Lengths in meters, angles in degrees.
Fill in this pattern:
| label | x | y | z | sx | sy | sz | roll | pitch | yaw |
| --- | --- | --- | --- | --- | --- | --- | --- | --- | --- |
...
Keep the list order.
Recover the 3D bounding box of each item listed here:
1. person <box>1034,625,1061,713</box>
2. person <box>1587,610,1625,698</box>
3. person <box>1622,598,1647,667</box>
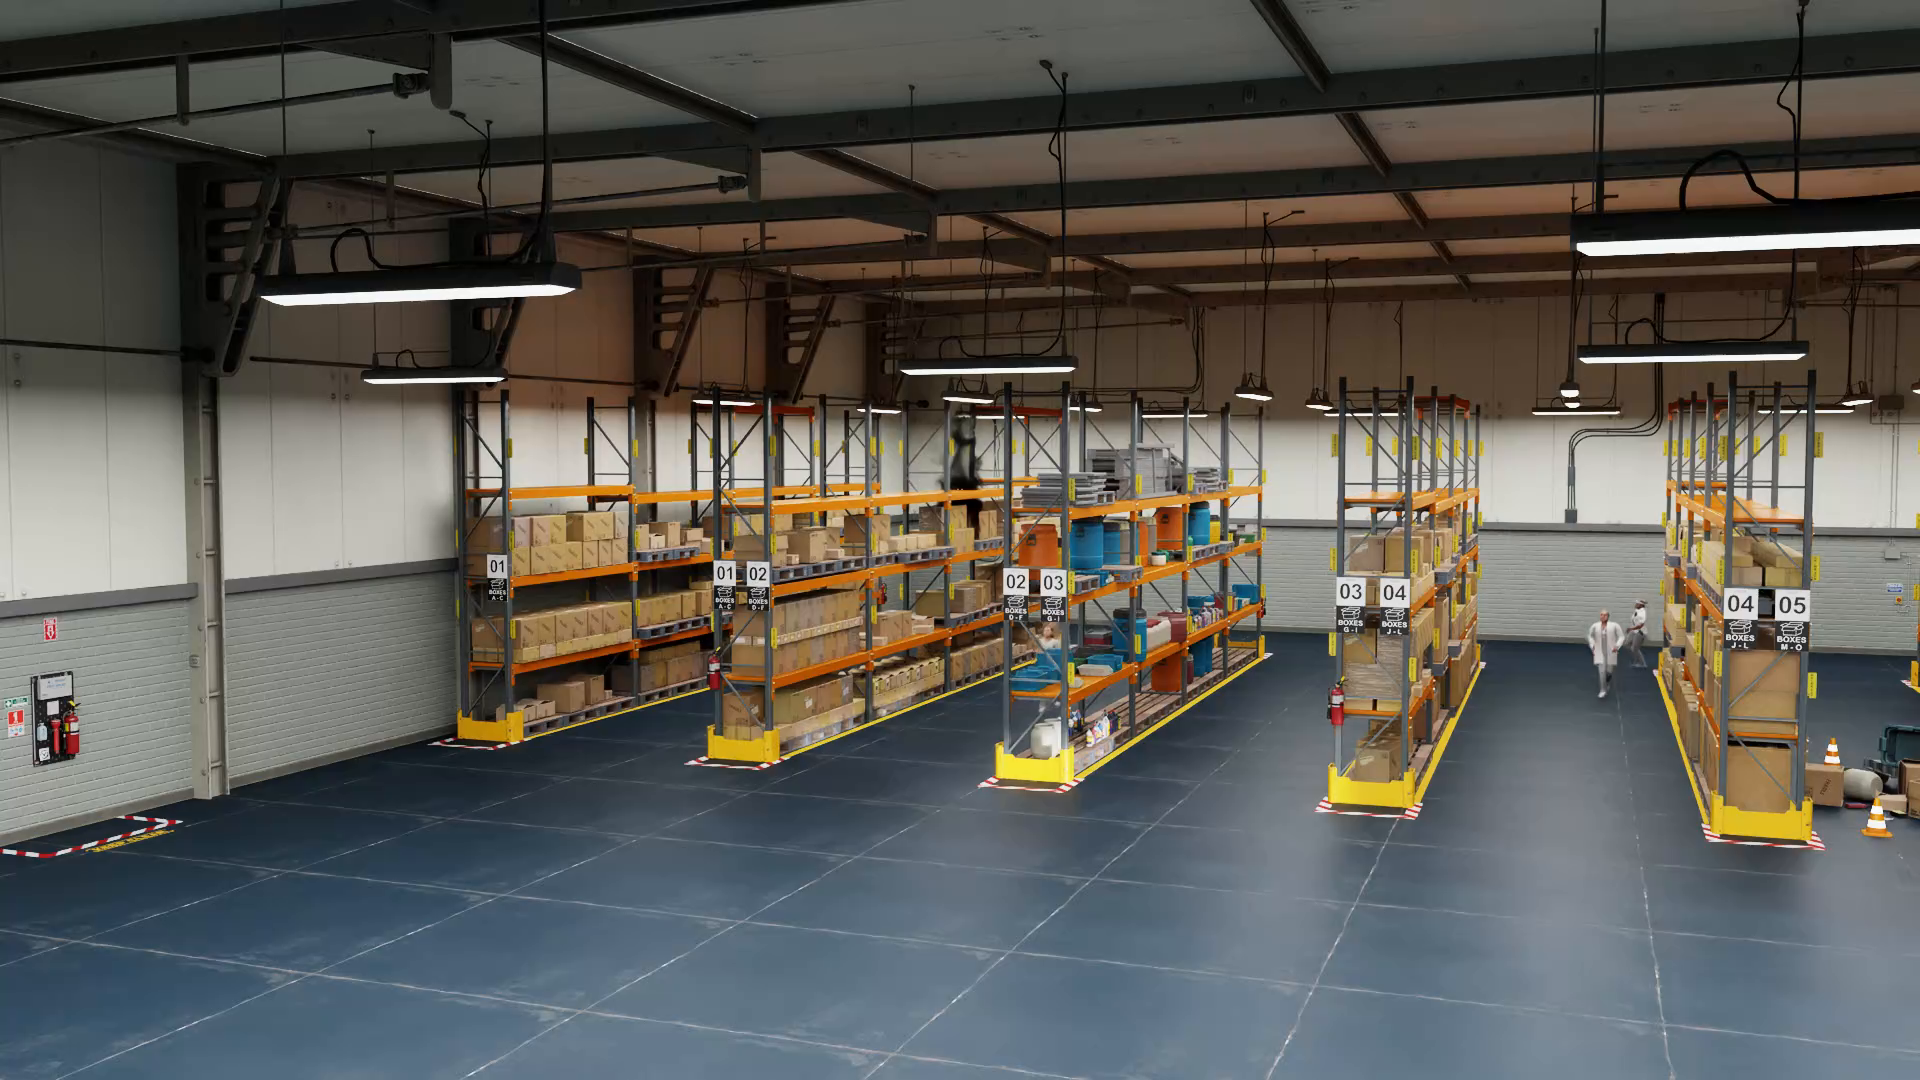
| label | x | y | z | sx | sy | sz | roll | pitch | yaw |
| --- | --- | --- | --- | --- | --- | --- | --- | --- | --- |
| person | 1.663 | 2.428 | 31.568 | 0.575 | 1.645 | 0.914 | 1 | 3 | 20 |
| person | 13.036 | 2.290 | 33.593 | 0.707 | 1.754 | 0.672 | 2 | 4 | 27 |
| person | 15.394 | 2.127 | 37.862 | 0.534 | 1.659 | 0.639 | 0 | 3 | 2 |
